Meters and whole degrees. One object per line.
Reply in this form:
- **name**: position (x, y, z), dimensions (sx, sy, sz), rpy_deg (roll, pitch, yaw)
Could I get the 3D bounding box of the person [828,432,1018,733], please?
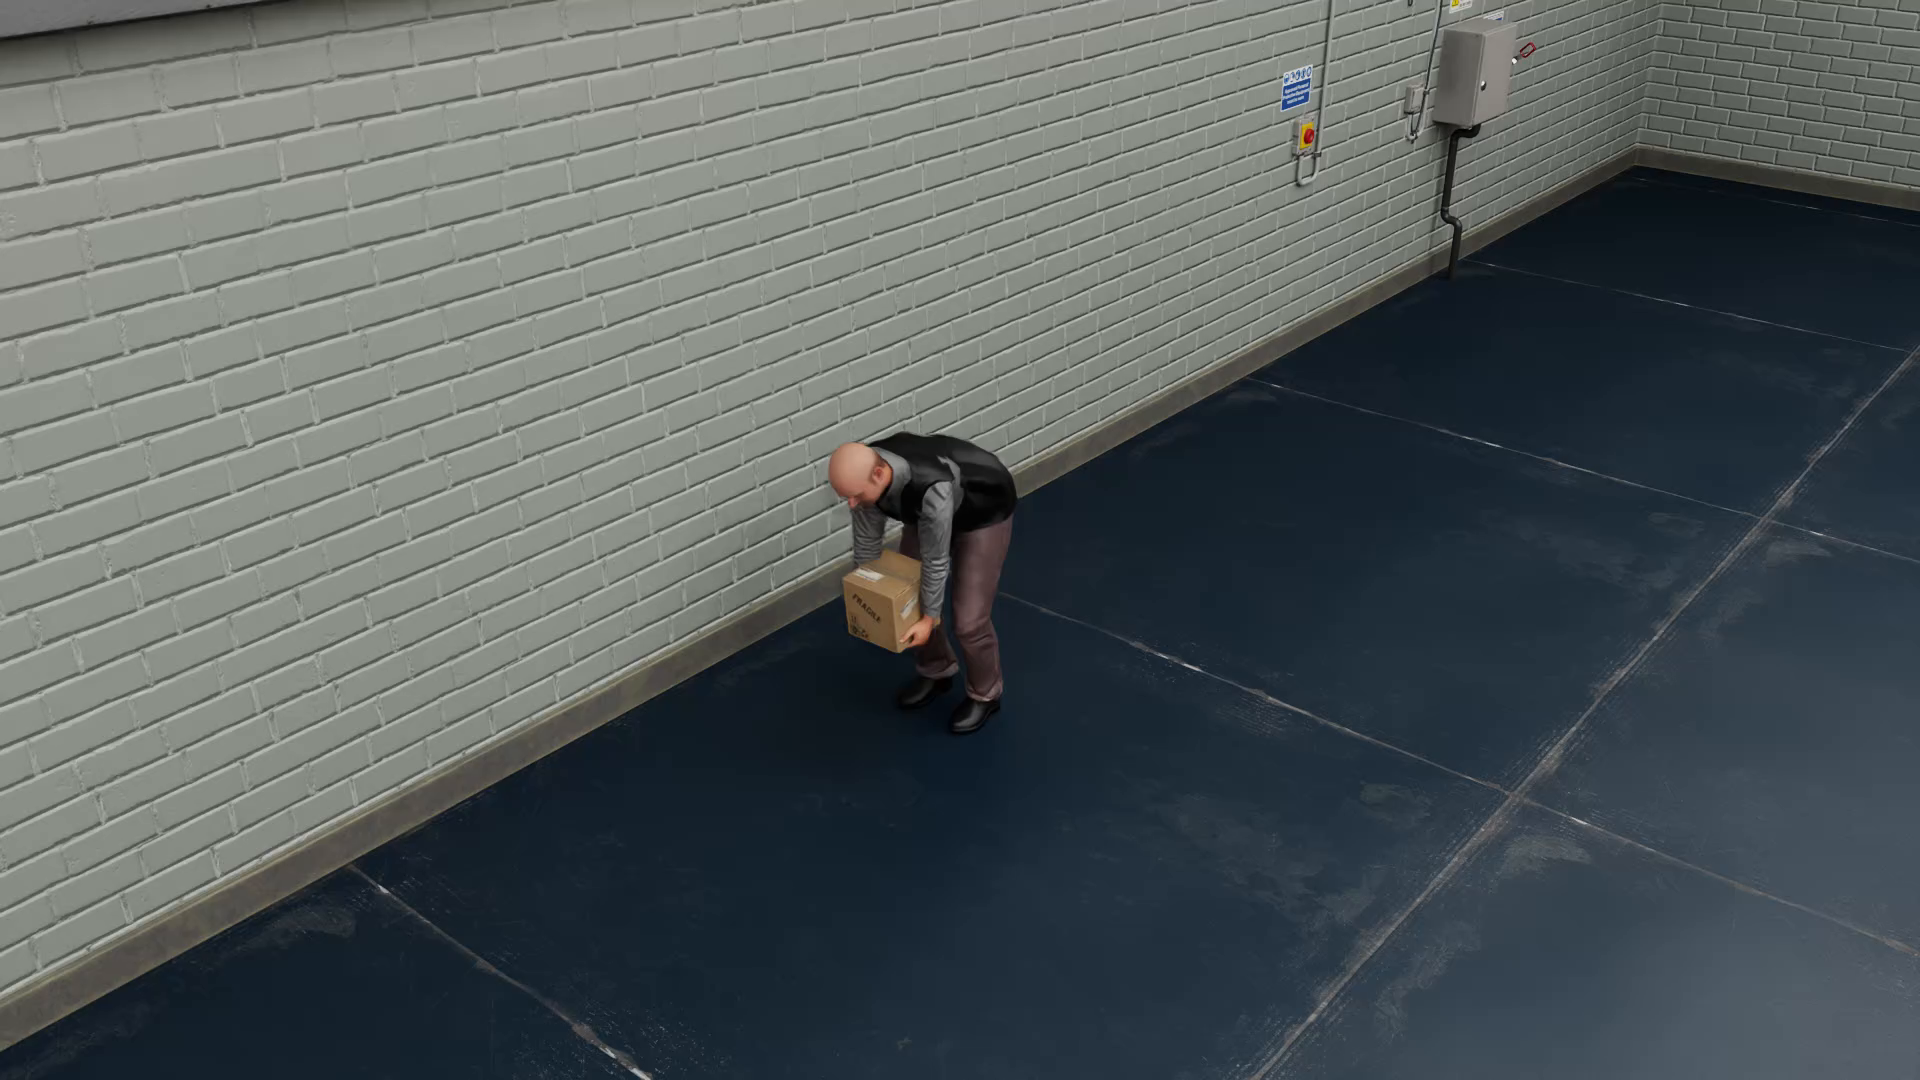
- **person**: position (-0.156, 0.150, 6.279), dimensions (0.462, 1.337, 0.888), rpy_deg (20, 33, 33)
